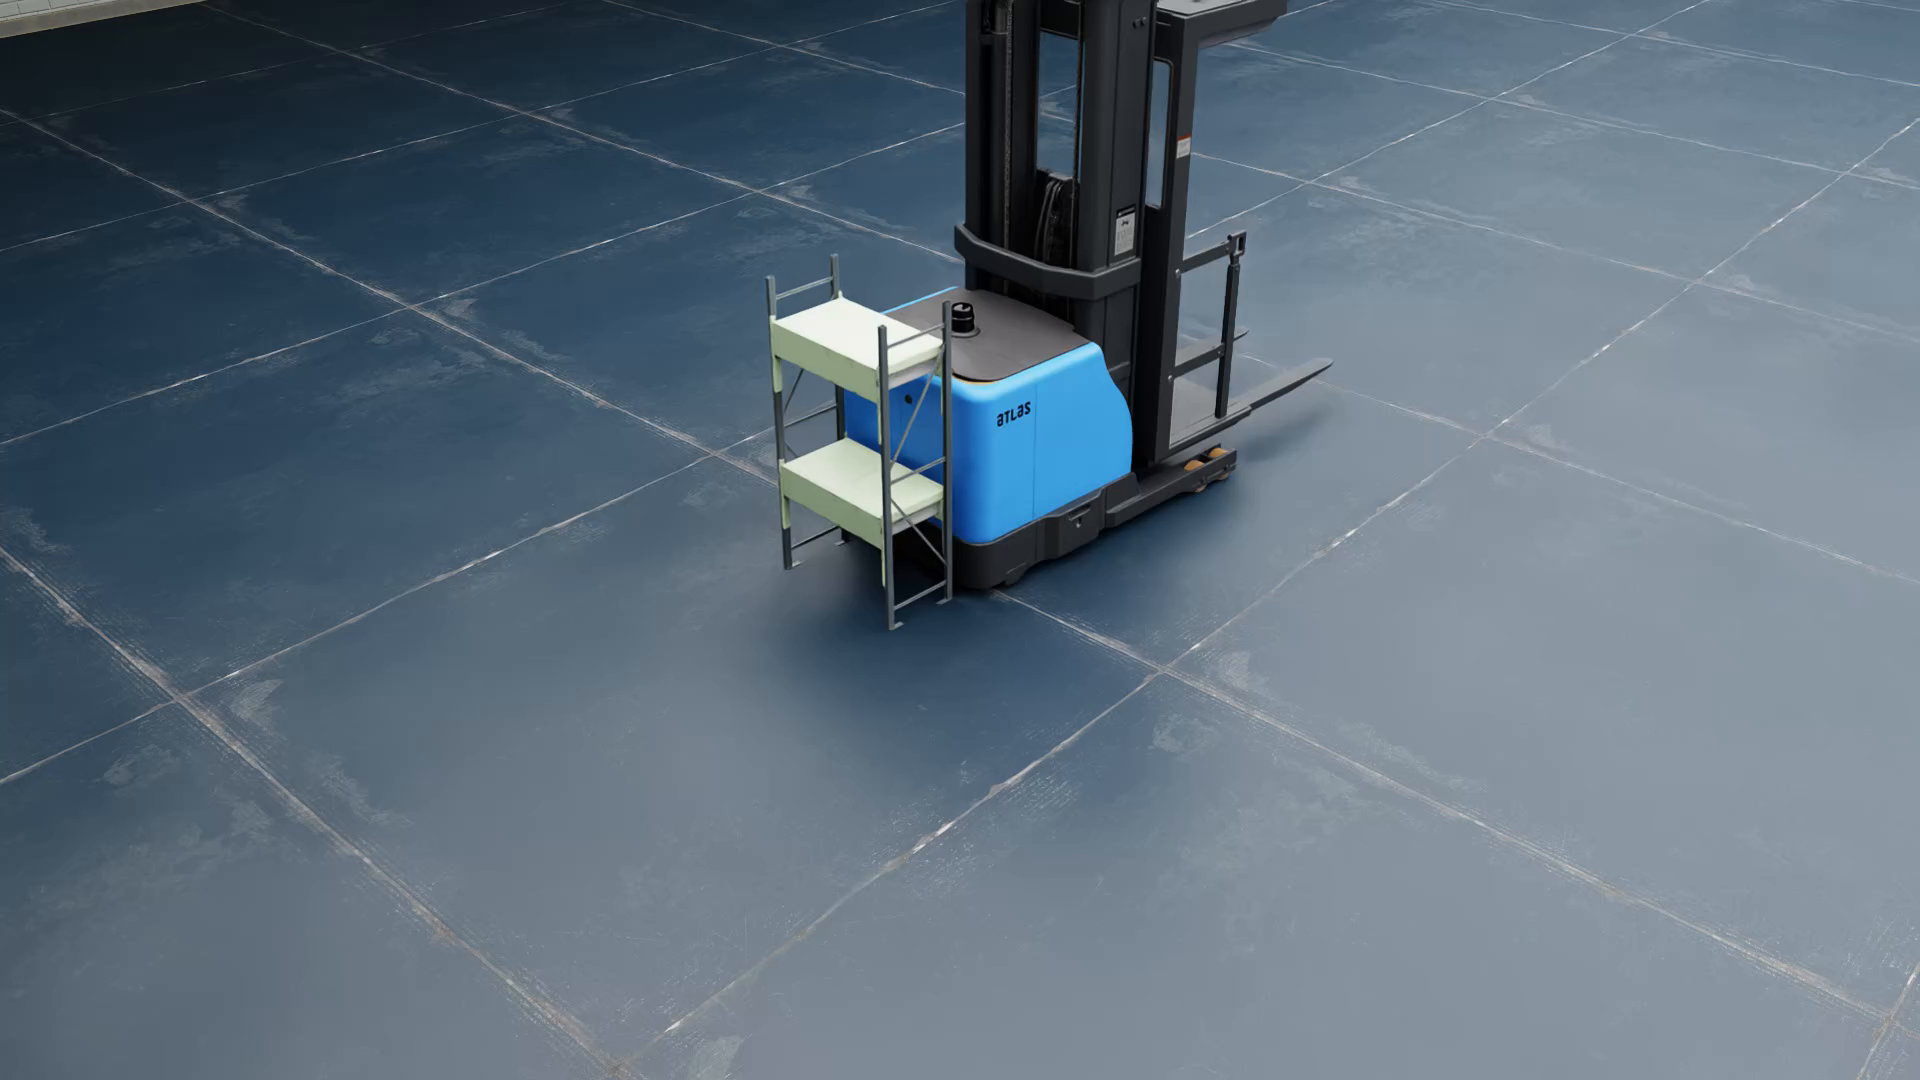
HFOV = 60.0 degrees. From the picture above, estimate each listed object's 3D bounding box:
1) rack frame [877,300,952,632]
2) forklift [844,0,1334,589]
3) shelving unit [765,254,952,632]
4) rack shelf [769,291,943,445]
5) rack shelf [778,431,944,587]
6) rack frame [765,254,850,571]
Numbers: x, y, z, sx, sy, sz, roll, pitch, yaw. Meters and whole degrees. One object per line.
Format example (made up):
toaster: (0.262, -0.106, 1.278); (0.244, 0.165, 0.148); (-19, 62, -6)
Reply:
rack frame: (-0.187, -0.299, 7.292); (0.400, 1.500, 0.023); (-27, 40, -37)
forklift: (0.818, -1.677, 8.194); (3.031, 2.935, 1.130); (-26, 40, -36)
shelving unit: (-0.442, -0.434, 7.517); (0.431, 1.500, 0.755); (-27, 40, -37)
rack shelf: (-0.442, -0.768, 7.315); (0.431, 0.370, 0.720); (-27, 40, -37)
rack shelf: (-0.442, -0.155, 7.685); (0.431, 0.370, 0.720); (-27, 40, -37)
rack frame: (-0.697, -0.569, 7.741); (0.400, 1.500, 0.023); (-27, 40, -37)
